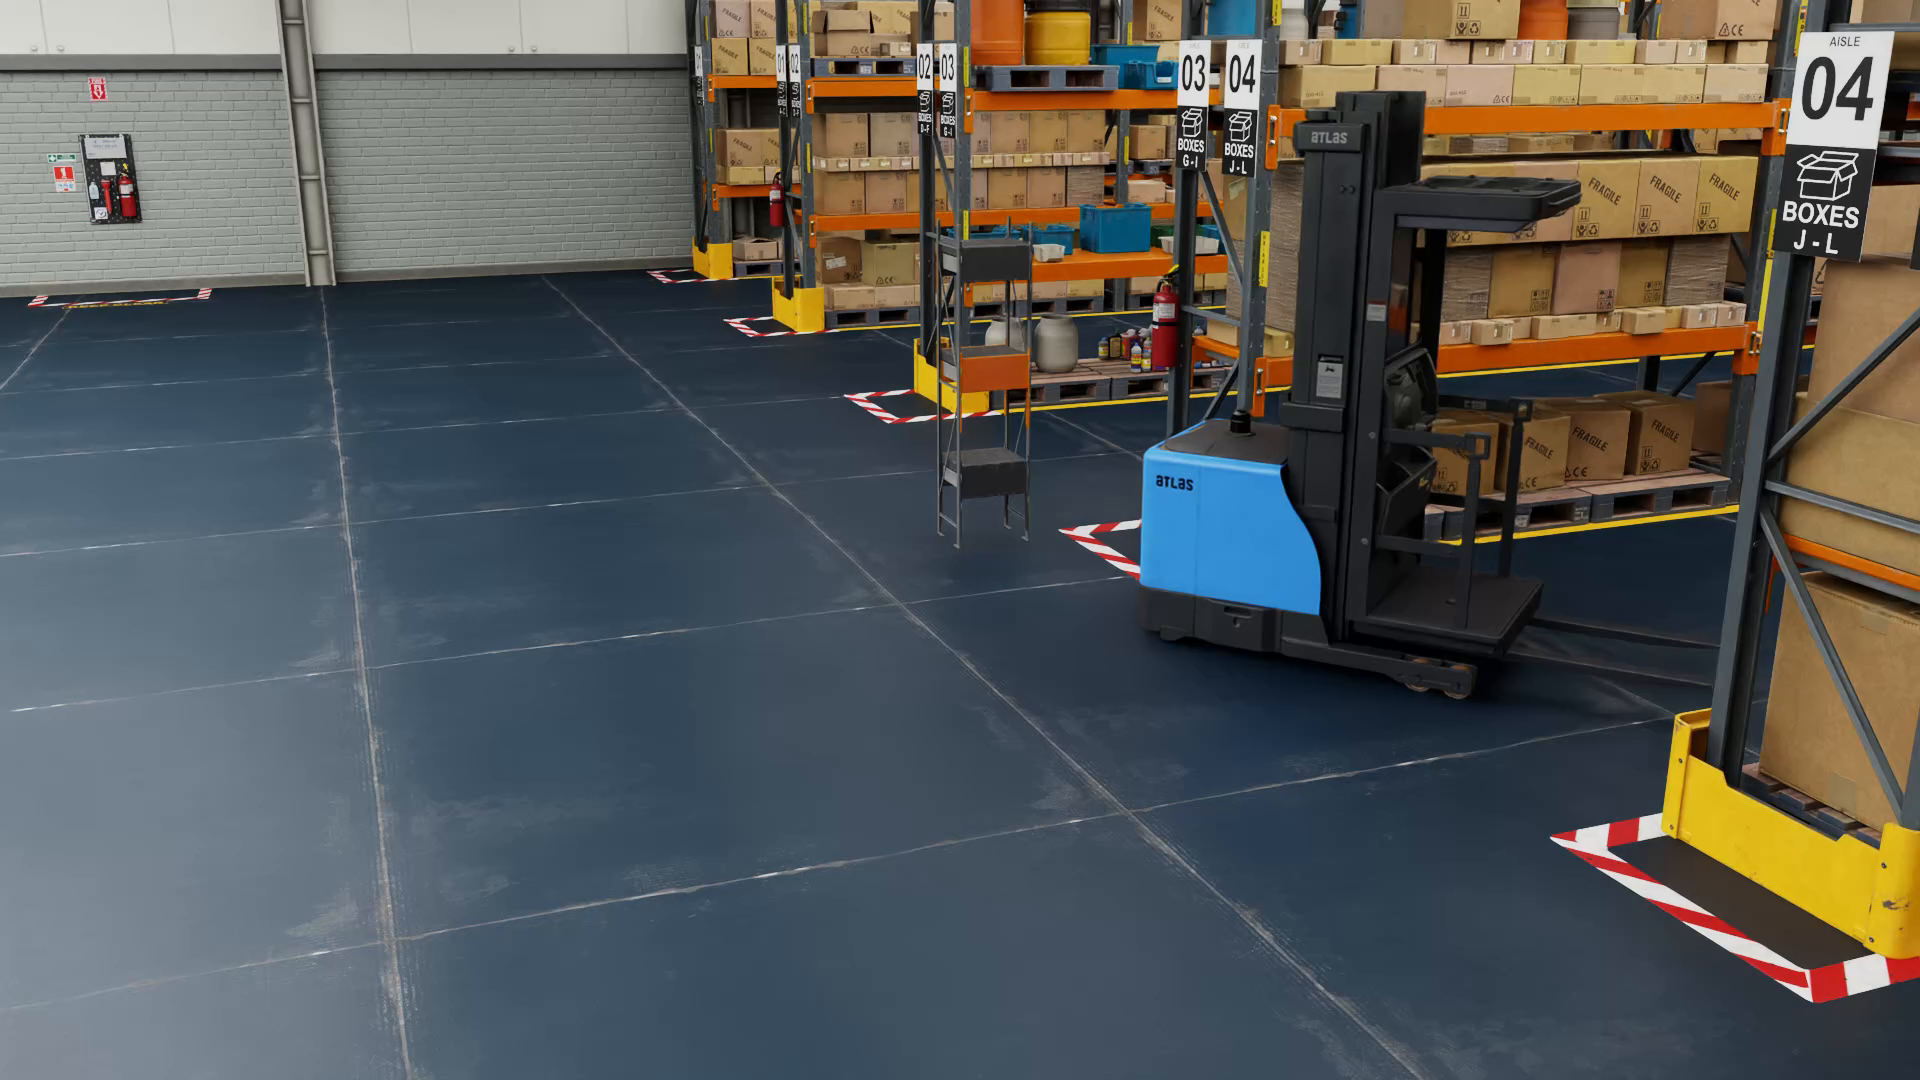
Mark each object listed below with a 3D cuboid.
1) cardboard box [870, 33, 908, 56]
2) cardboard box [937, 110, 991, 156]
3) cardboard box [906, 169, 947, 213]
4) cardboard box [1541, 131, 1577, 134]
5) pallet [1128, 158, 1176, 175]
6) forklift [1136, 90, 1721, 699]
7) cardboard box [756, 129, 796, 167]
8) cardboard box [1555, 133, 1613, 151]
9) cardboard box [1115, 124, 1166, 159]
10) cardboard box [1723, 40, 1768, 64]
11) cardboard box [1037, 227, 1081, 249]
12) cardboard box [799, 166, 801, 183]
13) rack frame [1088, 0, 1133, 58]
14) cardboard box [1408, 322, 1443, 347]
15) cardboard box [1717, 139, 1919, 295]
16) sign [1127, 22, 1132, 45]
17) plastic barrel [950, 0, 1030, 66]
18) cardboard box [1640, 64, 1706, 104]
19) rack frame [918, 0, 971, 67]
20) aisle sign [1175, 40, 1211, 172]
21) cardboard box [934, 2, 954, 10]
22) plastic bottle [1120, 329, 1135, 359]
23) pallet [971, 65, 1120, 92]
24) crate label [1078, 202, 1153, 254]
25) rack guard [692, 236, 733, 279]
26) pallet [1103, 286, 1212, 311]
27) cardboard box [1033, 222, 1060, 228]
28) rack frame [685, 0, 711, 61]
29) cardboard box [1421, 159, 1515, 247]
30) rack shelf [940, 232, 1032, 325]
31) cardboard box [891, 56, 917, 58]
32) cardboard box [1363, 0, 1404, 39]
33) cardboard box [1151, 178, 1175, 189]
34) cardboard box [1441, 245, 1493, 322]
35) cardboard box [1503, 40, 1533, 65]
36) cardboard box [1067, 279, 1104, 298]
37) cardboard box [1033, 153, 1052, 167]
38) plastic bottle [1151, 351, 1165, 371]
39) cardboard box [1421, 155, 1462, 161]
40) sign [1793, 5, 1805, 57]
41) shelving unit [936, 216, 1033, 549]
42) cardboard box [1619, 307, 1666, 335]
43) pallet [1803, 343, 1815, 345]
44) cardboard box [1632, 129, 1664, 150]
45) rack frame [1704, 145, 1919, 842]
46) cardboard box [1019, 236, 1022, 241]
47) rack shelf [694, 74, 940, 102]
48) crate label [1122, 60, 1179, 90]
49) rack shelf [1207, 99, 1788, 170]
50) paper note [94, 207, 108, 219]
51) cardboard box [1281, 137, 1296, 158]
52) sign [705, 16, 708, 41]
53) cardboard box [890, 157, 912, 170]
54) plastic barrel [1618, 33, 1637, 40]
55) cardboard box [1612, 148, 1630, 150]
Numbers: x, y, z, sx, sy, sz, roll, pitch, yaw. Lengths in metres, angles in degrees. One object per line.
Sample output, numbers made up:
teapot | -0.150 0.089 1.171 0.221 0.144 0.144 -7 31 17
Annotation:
cardboard box | -0.929 -5.844 19.624 0.500 0.250 0.500 -6 17 -20
cardboard box | 0.007 -4.898 19.975 0.500 0.500 0.700 -6 17 -20
cardboard box | -0.515 -4.217 19.958 0.500 0.500 0.700 -6 17 -20
cardboard box | 10.106 -6.952 28.917 0.700 0.700 0.980 -6 18 -21
pallet | 3.157 -5.940 26.344 1.003 0.211 1.213 -6 17 -20
forklift | 2.515 -0.777 8.544 3.031 2.935 1.130 9 19 28
cardboard box | -2.668 -5.639 23.878 0.500 0.500 0.500 -6 17 -20
cardboard box | 8.773 -5.493 23.558 0.500 0.500 0.700 -14 21 -39
cardboard box | 2.837 -6.278 26.194 0.500 0.500 0.700 -8 18 -25
cardboard box | 5.166 -3.269 11.141 0.250 0.149 0.380 -6 17 -18
cardboard box | 1.280 -3.704 21.190 0.500 0.500 0.500 -6 17 -20
cardboard box | -2.159 -5.335 24.172 0.500 0.250 0.500 -6 18 -21
rack frame | 1.825 -7.304 20.001 0.127 3.000 1.000 -6 17 -20
cardboard box | 2.924 -1.357 10.841 0.250 0.149 0.380 -6 17 -20
cardboard box | 6.158 -2.352 11.973 1.000 1.000 1.000 -6 17 -20
sign | 2.025 -6.005 19.843 0.005 0.325 0.100 -6 17 -20
plastic barrel | 0.267 -4.648 14.772 0.708 0.830 0.600 -6 17 -20
cardboard box | 4.543 -3.022 11.008 0.500 0.250 0.500 -6 17 -19
rack frame | -0.141 -5.598 14.189 0.127 3.000 1.000 -6 17 -20
aisle sign | 1.466 -2.736 10.478 0.004 0.787 0.394 -6 17 -20
cardboard box | -0.322 -7.584 24.288 0.500 0.500 0.500 -8 18 -25
plastic bottle | 1.662 -1.942 16.441 0.135 0.276 0.152 -6 17 -20
pallet | 0.666 -4.125 14.834 1.213 0.211 1.003 -6 17 -20
crate label | 1.481 -2.993 15.903 0.616 0.435 0.502 -6 17 -20
rack guard | -3.615 -4.134 24.289 0.348 0.500 1.175 -6 17 -20
pallet | 2.499 -3.173 21.527 1.213 0.211 1.003 -6 17 -20
cardboard box | 1.195 -4.885 26.064 0.500 0.500 0.700 -7 18 -21
rack frame | -3.686 -8.204 23.065 0.127 3.000 1.000 -6 17 -20
cardboard box | 3.178 -2.169 10.682 0.500 0.500 0.500 -6 17 -20
rack shelf | 0.155 -1.683 10.666 0.480 0.518 0.431 -6 17 -20
cardboard box | -0.811 -7.062 24.287 0.500 0.500 0.500 -8 18 -25
cardboard box | 2.988 -3.509 10.806 0.500 0.500 0.500 -6 17 -20
cardboard box | 2.580 -4.498 21.332 0.258 0.266 0.396 -7 18 -21
cardboard box | 3.061 -1.776 11.117 0.500 0.500 0.875 -6 17 -20
cardboard box | 3.414 -3.101 10.569 0.250 0.149 0.380 -6 18 -21
cardboard box | 1.470 -3.204 20.820 0.500 0.250 0.500 -6 17 -20
cardboard box | 0.928 -4.623 20.189 0.250 0.149 0.380 -6 17 -20
plastic bottle | 1.881 -1.746 15.759 0.133 0.283 0.061 -6 17 -19
cardboard box | 2.989 -2.309 11.156 0.500 0.500 0.500 -6 17 -20
sign | 5.568 -3.365 10.991 0.005 0.325 0.100 -6 17 -20
shelving unit | 0.155 -1.024 10.859 0.503 2.100 0.431 -6 17 -20
cardboard box | 4.585 -1.513 11.373 0.250 0.149 0.380 -6 17 -20
pallet | 9.188 -2.400 18.897 1.213 0.211 1.003 -6 17 -20
cardboard box | 9.836 -5.734 23.348 0.500 0.500 0.500 -6 17 -19
rack frame | 3.312 -0.101 6.118 0.127 3.000 1.000 -6 17 -20
cardboard box | 0.534 -3.465 20.378 0.500 0.500 0.500 -6 17 -20
rack shelf | -1.819 -6.621 24.276 4.000 0.370 1.077 -6 17 -20
crate label | 1.725 -4.189 14.979 0.408 0.251 0.502 -6 17 -20
rack shelf | 3.499 -2.712 10.962 4.000 0.370 1.077 -6 17 -20
paper note | -11.456 -4.357 22.177 0.142 0.148 0.016 -6 17 -20
cardboard box | 5.285 -6.414 26.876 0.500 0.500 0.500 -6 17 -20
sign | -3.492 -7.042 22.878 0.005 0.325 0.100 -6 17 -20
cardboard box | -0.751 -4.442 19.572 0.250 0.149 0.380 -6 18 -21
plastic barrel | 6.929 -5.068 17.510 0.421 0.512 0.421 0 16 0
cardboard box | 9.670 -5.398 23.981 0.500 0.500 0.500 -6 17 -19
